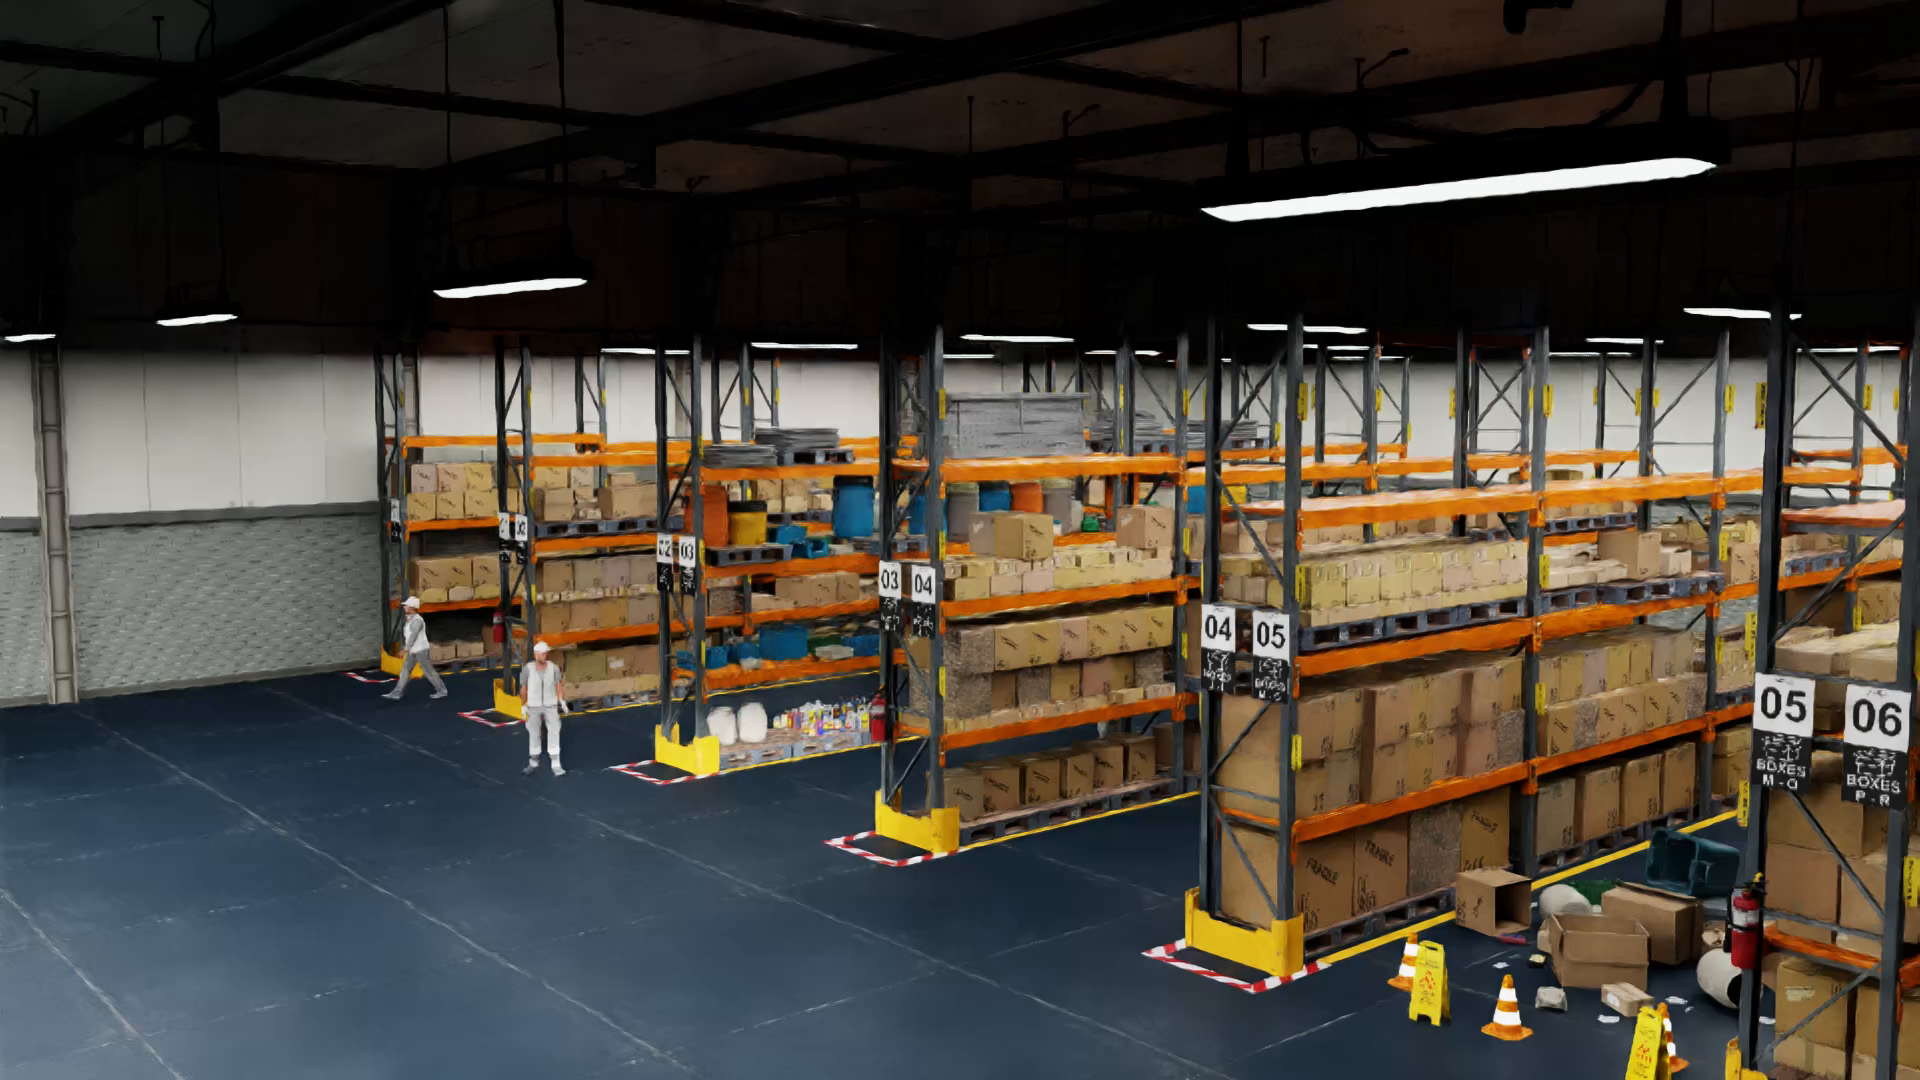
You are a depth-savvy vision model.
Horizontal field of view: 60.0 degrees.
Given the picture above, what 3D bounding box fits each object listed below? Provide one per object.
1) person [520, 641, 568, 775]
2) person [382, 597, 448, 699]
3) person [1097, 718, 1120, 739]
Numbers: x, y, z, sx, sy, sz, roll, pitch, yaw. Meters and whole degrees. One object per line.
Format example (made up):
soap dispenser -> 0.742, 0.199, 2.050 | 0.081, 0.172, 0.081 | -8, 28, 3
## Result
person -> -5.563, 2.236, 22.209 | 0.637, 1.790, 0.420 | -2, 6, -19
person -> -9.028, 1.794, 27.513 | 1.021, 1.712, 0.540 | -3, 6, -31
person -> 2.076, 2.199, 23.276 | 0.560, 1.665, 0.577 | -1, 5, -15
